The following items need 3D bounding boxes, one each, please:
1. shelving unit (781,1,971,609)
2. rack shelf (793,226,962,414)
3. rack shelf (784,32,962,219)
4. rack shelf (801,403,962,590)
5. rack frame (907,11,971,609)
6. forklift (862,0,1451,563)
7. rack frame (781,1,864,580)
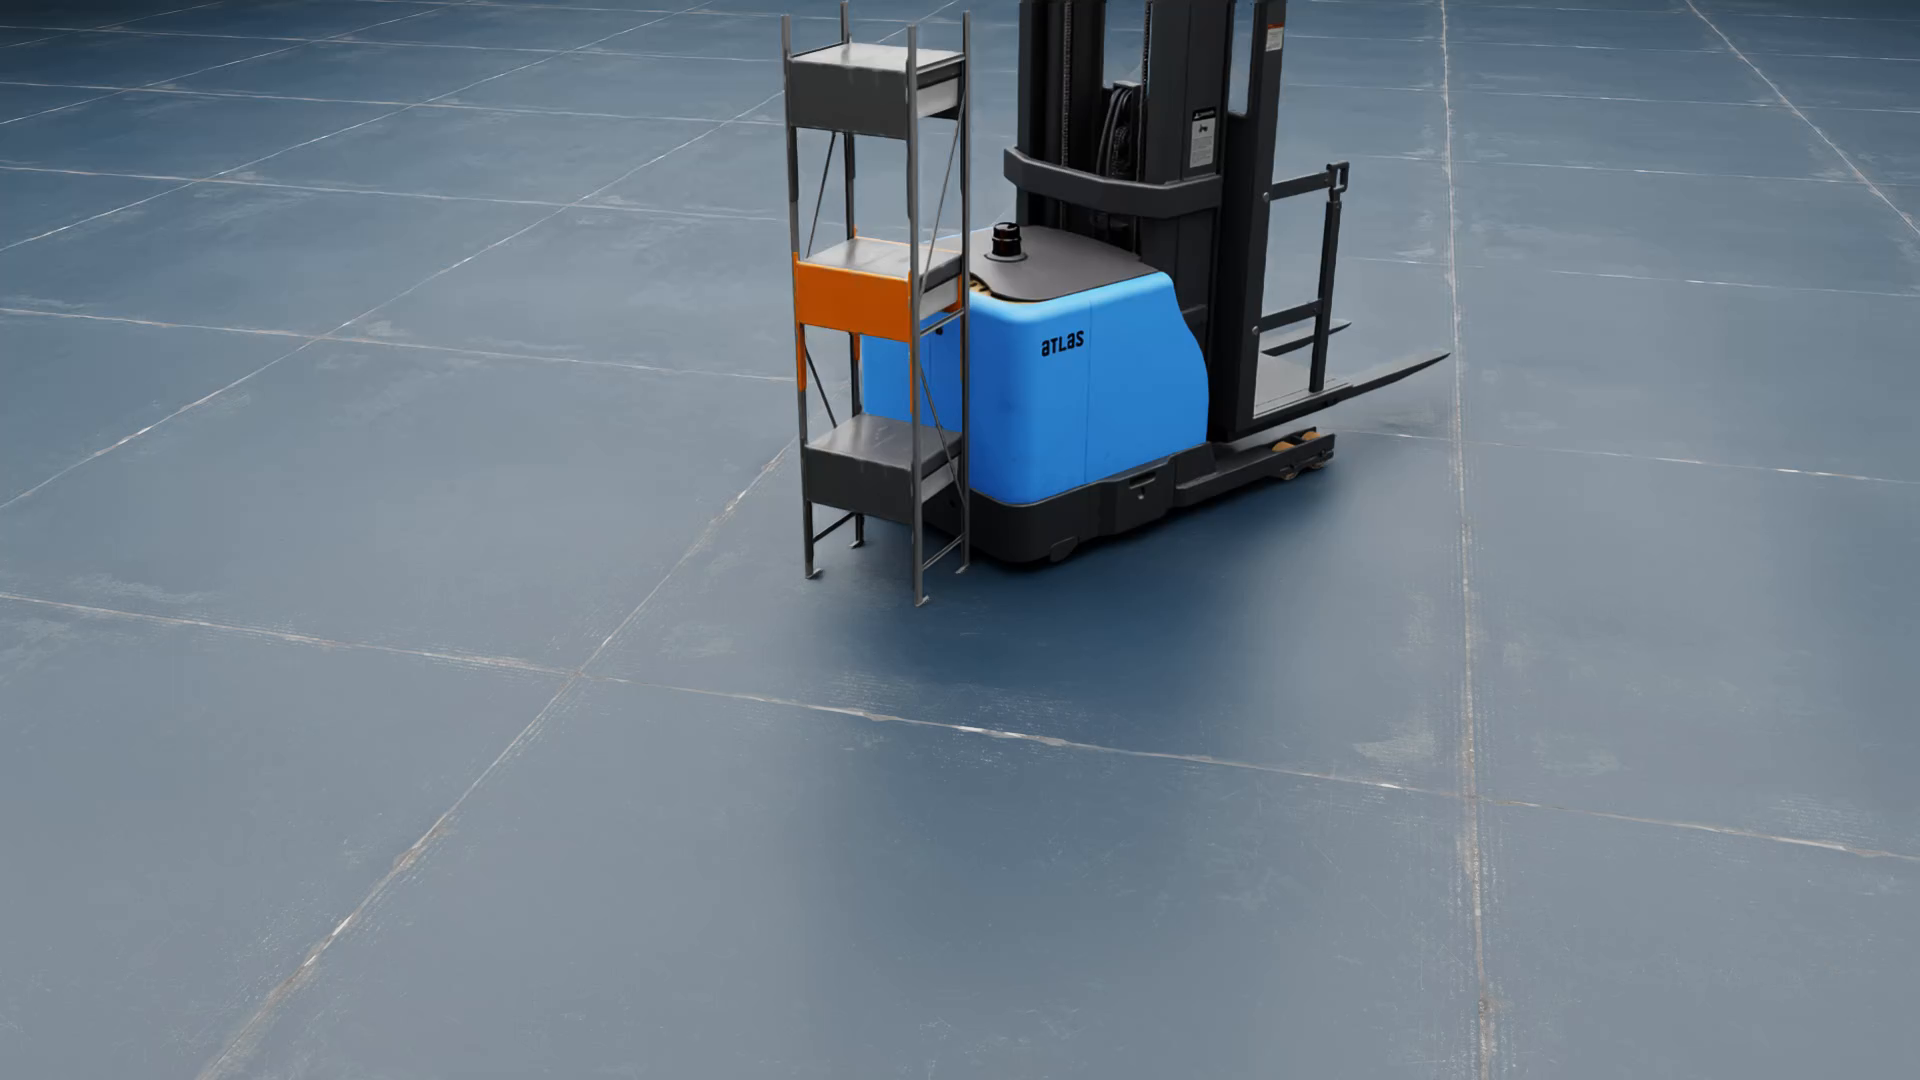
[{"bbox_3d":[-0.280,-0.819,6.027,0.503,2.100,0.431,13,29,26],"label":"shelving unit"},{"bbox_3d":[-0.280,-0.806,6.033,0.480,0.518,0.431,13,29,26],"label":"rack shelf"},{"bbox_3d":[-0.280,-1.438,5.732,0.480,0.518,0.431,13,29,26],"label":"rack shelf"},{"bbox_3d":[-0.280,-0.174,6.334,0.480,0.518,0.431,13,29,26],"label":"rack shelf"},{"bbox_3d":[-0.066,-0.768,5.921,0.015,2.100,0.400,13,29,26],"label":"rack frame"},{"bbox_3d":[1.039,-1.741,6.998,3.031,2.935,1.130,-20,32,-35],"label":"forklift"},{"bbox_3d":[-0.494,-0.869,6.133,0.015,2.100,0.400,13,29,26],"label":"rack frame"}]
